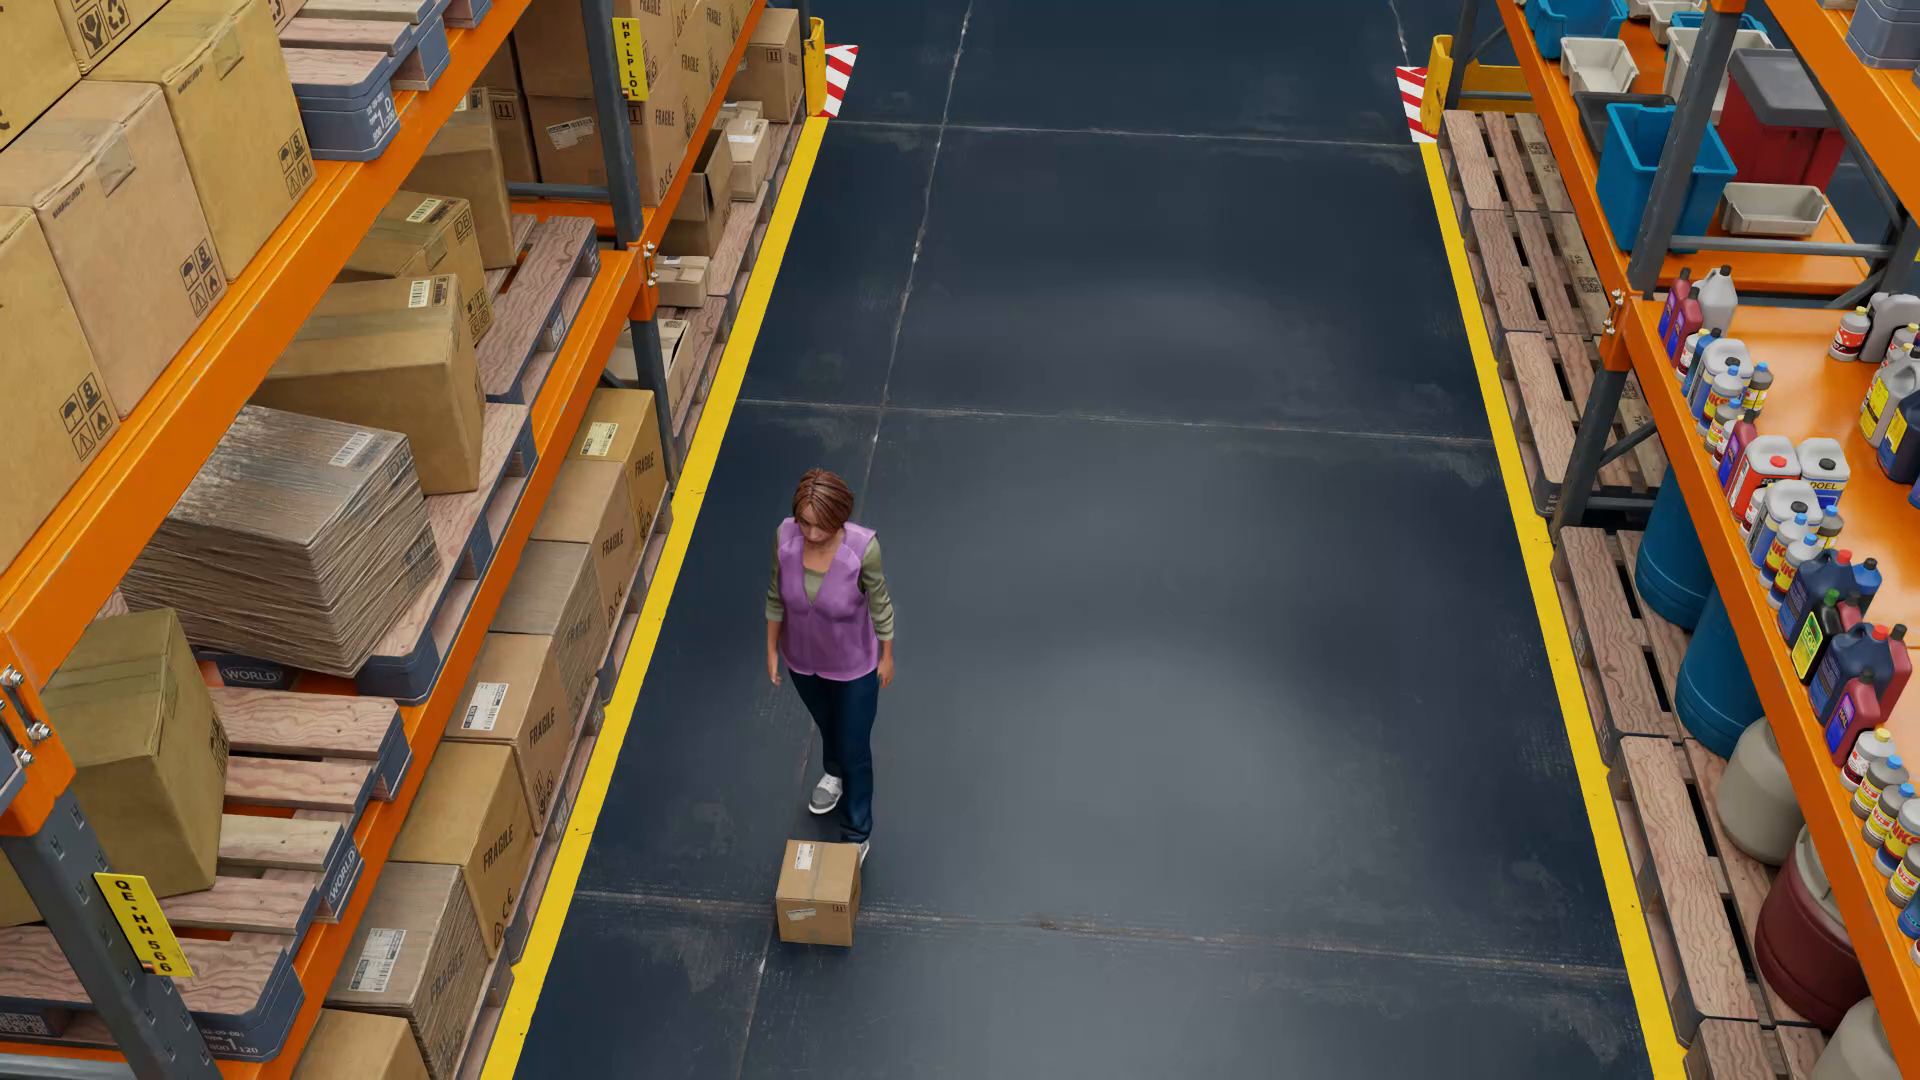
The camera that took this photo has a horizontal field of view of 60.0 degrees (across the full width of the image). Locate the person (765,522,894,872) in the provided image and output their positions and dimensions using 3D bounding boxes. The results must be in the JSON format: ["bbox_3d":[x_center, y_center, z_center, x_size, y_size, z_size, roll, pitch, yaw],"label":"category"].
[{"bbox_3d":[-0.474,0.553,5.698,0.432,1.340,0.584,13,42,15],"label":"person"}]
